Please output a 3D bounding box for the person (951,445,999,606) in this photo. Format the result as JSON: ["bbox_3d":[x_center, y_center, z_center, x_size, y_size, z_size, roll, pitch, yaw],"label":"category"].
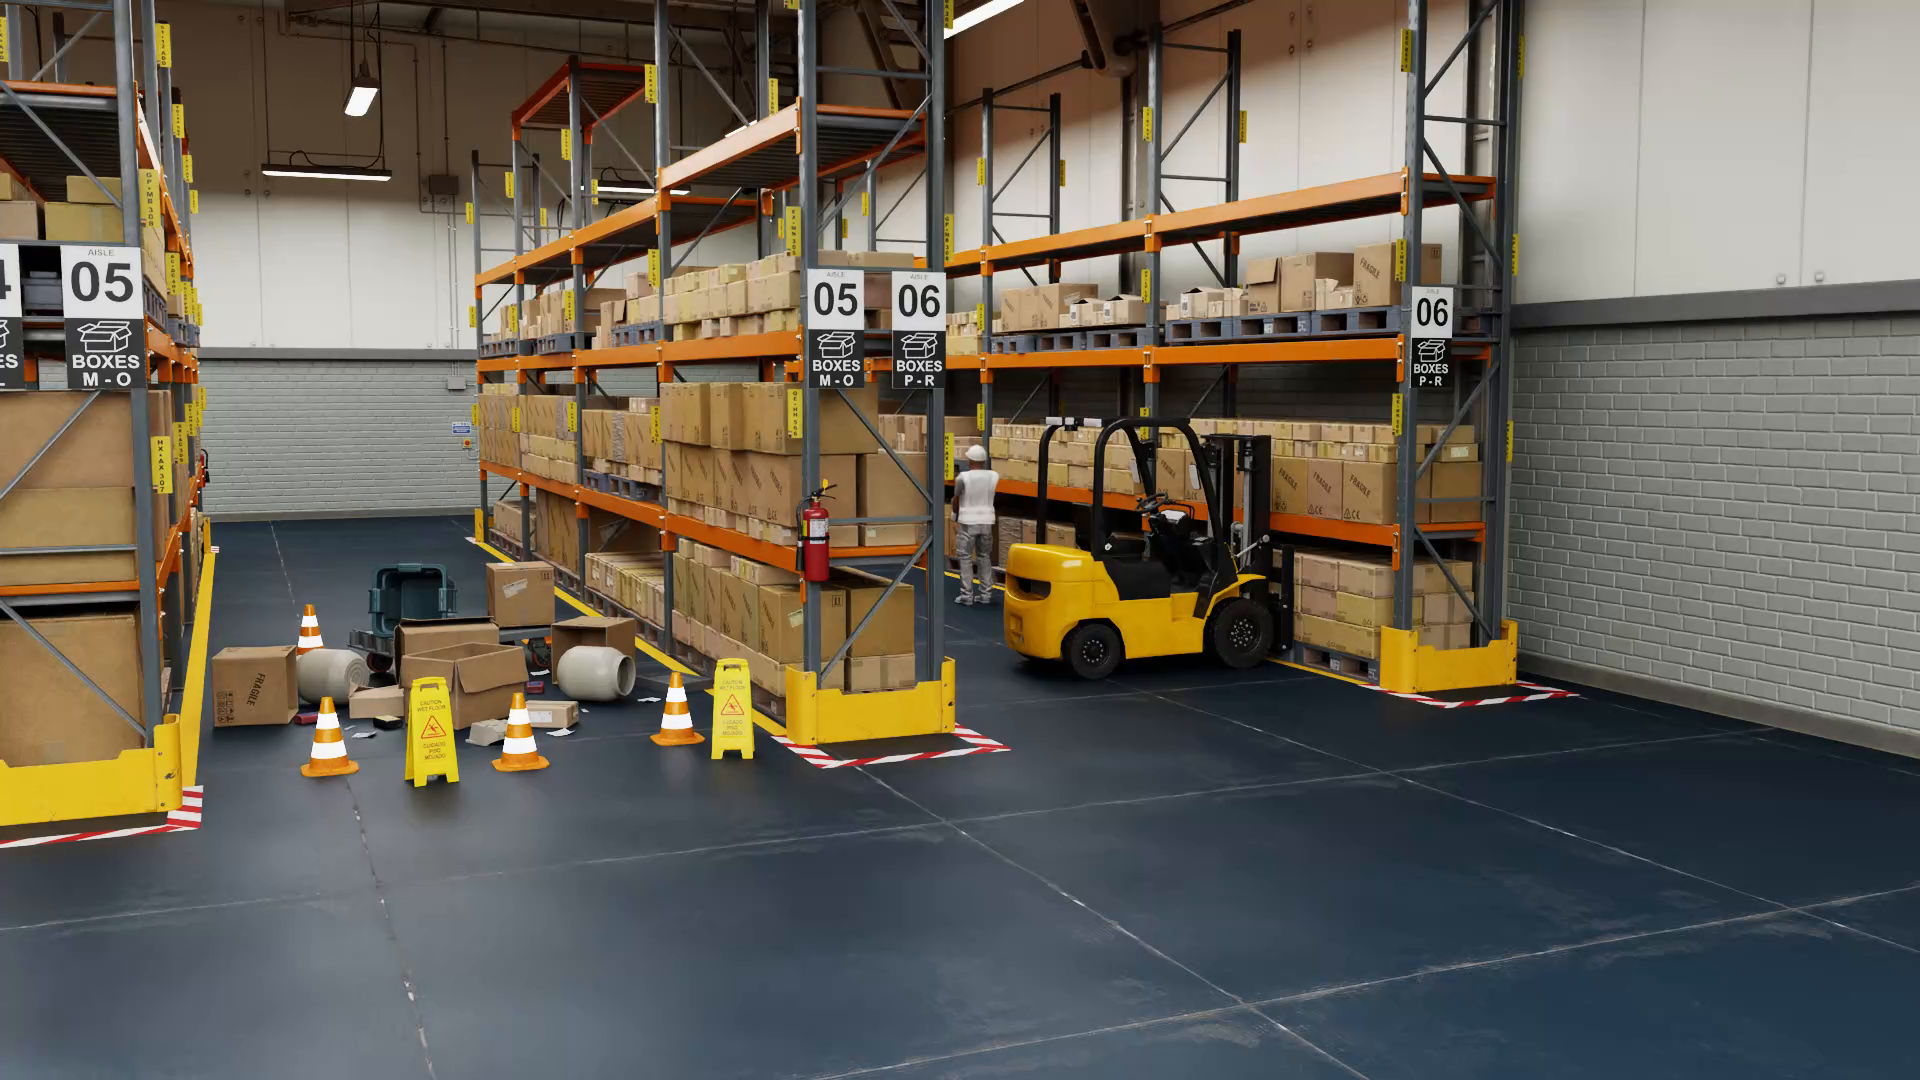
[{"bbox_3d":[0.130,-0.178,18.536,0.487,1.778,0.575,-2,6,-24],"label":"person"}]
